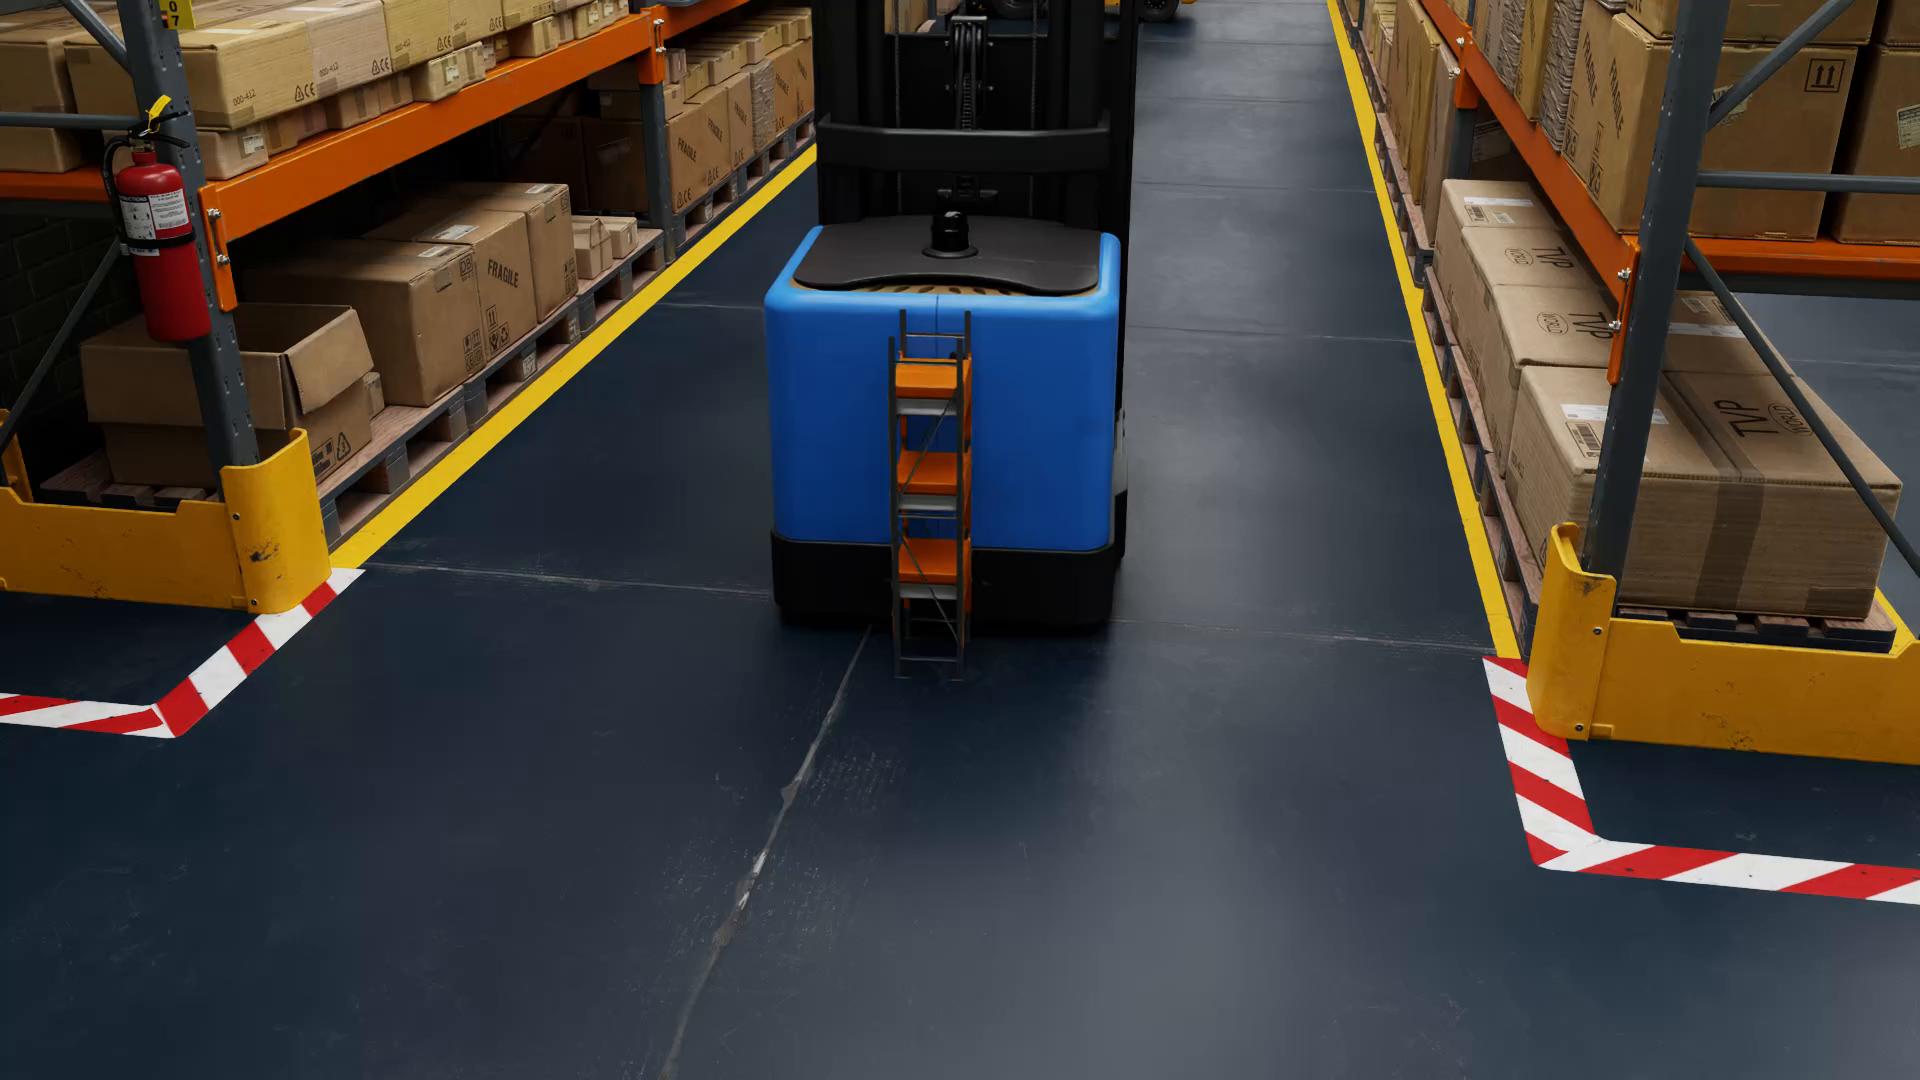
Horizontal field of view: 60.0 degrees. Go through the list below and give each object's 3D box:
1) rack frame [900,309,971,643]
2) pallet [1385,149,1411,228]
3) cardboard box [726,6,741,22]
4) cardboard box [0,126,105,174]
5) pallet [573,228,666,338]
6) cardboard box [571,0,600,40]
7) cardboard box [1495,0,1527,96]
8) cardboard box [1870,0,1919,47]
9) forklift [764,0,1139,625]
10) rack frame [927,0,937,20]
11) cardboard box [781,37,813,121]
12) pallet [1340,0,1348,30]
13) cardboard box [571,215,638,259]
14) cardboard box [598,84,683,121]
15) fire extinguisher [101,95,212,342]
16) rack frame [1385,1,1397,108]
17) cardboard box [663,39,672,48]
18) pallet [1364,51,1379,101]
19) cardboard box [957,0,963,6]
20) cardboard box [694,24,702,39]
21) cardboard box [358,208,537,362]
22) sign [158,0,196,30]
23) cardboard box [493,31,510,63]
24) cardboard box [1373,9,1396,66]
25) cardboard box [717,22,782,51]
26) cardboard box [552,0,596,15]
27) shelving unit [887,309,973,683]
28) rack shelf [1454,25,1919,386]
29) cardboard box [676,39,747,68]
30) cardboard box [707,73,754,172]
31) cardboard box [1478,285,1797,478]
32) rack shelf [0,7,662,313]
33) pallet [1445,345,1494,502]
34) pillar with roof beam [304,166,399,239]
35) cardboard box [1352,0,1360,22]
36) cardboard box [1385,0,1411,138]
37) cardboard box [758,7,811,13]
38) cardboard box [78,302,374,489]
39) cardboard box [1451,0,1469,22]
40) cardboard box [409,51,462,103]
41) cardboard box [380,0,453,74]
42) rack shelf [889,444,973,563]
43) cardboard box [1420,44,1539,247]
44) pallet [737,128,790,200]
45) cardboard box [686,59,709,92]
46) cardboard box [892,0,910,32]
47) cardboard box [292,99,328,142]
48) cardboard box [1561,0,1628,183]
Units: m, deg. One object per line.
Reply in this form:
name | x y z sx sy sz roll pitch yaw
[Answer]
rack frame | -0.069 -0.167 4.868 0.200 1.050 0.008 2 25 5
pallet | 3.113 -2.107 10.002 1.003 0.211 1.213 4 25 9
cardboard box | -1.772 -3.701 11.806 0.380 0.149 0.250 5 26 11
cardboard box | -2.898 -1.243 5.163 0.380 0.149 0.250 4 25 8
pallet | -2.146 -1.322 8.326 1.003 0.211 1.213 4 25 9
cardboard box | -1.876 -2.387 7.607 0.380 0.149 0.250 5 25 10
cardboard box | 2.355 -1.979 6.323 0.500 0.500 0.500 4 25 9
cardboard box | 2.570 -1.536 4.196 0.500 0.500 0.500 3 25 7
forklift | 0.073 -1.662 5.842 1.130 2.935 3.031 2 25 5
rack frame | -0.726 -6.218 15.496 1.000 3.000 0.127 4 25 9
cardboard box | -1.329 -3.203 11.508 0.500 0.500 0.500 4 25 8
pallet | 4.444 -5.408 17.055 1.003 0.211 1.213 4 25 9
cardboard box | -1.835 -1.518 8.322 0.380 0.149 0.250 3 25 7
cardboard box | -1.712 -2.356 8.933 0.380 0.149 0.250 5 26 11
fire extinguisher | -2.255 -0.902 4.670 0.296 0.674 0.183 4 25 9
rack frame | 3.518 -4.203 11.191 1.000 3.000 0.127 4 25 9
cardboard box | -2.017 -3.046 10.407 0.380 0.149 0.250 3 25 6
pallet | 3.849 -3.775 13.567 1.003 0.211 1.213 4 25 9
cardboard box | -0.252 -5.556 16.829 0.500 0.250 0.500 3 25 7
cardboard box | -1.940 -3.375 11.109 0.380 0.149 0.250 3 25 6
cardboard box | -2.130 -1.076 6.963 0.500 0.500 0.500 4 25 9
sign | -2.152 -1.554 4.510 0.100 0.325 0.005 4 25 9
cardboard box | -2.112 -2.070 6.931 0.380 0.149 0.250 4 25 9
cardboard box | 3.862 -4.065 13.499 0.950 0.372 0.625 5 26 10
cardboard box | -1.399 -3.342 11.040 0.380 0.149 0.250 5 26 10
cardboard box | -1.943 -2.499 7.376 0.500 0.250 0.500 4 25 9
shelving unit | -0.080 -0.115 4.758 0.215 1.050 0.252 2 25 5
rack shelf | 2.537 -1.368 5.982 1.077 0.370 4.000 4 25 9
cardboard box | -1.545 -3.021 10.354 0.380 0.149 0.250 4 25 9
cardboard box | -1.569 -2.549 10.110 0.500 0.500 0.500 3 25 7
cardboard box | 2.361 -0.553 5.920 0.875 0.438 0.875 5 25 10
rack shelf | -2.360 -1.710 6.714 1.077 0.370 4.000 4 25 9
pallet | 2.466 -0.443 6.447 1.003 0.211 1.213 4 25 9
pillar with roof beam | 1.211 -5.062 5.950 9.100 9.000 0.400 4 25 9
cardboard box | 4.003 -5.087 15.827 0.500 0.250 0.500 5 26 11
cardboard box | 3.323 -3.148 10.947 0.875 0.875 0.875 4 25 8
cardboard box | -1.210 -3.673 11.747 0.380 0.149 0.250 3 25 6
cardboard box | -2.493 -0.508 5.747 0.797 0.503 0.637 3 25 6
cardboard box | 2.689 -2.667 8.087 0.500 0.250 0.500 3 25 7
cardboard box | -2.103 -1.739 6.224 0.380 0.149 0.250 3 25 7
cardboard box | -2.185 -1.860 6.012 0.500 0.250 0.500 4 25 8
rack shelf | -0.080 -0.106 4.762 0.215 0.259 0.240 2 25 5
cardboard box | 2.887 -2.023 8.544 0.875 0.875 0.875 5 26 10
pallet | -1.741 -2.464 10.765 1.003 0.211 1.213 4 25 9
cardboard box | -1.681 -2.701 9.669 0.380 0.149 0.250 4 25 8
cardboard box | -0.934 -4.790 14.750 0.875 0.625 0.625 4 25 8
cardboard box | -2.358 -1.426 5.554 0.380 0.149 0.250 4 25 8
cardboard box | 2.125 -1.331 4.938 0.500 0.500 0.500 3 25 7
